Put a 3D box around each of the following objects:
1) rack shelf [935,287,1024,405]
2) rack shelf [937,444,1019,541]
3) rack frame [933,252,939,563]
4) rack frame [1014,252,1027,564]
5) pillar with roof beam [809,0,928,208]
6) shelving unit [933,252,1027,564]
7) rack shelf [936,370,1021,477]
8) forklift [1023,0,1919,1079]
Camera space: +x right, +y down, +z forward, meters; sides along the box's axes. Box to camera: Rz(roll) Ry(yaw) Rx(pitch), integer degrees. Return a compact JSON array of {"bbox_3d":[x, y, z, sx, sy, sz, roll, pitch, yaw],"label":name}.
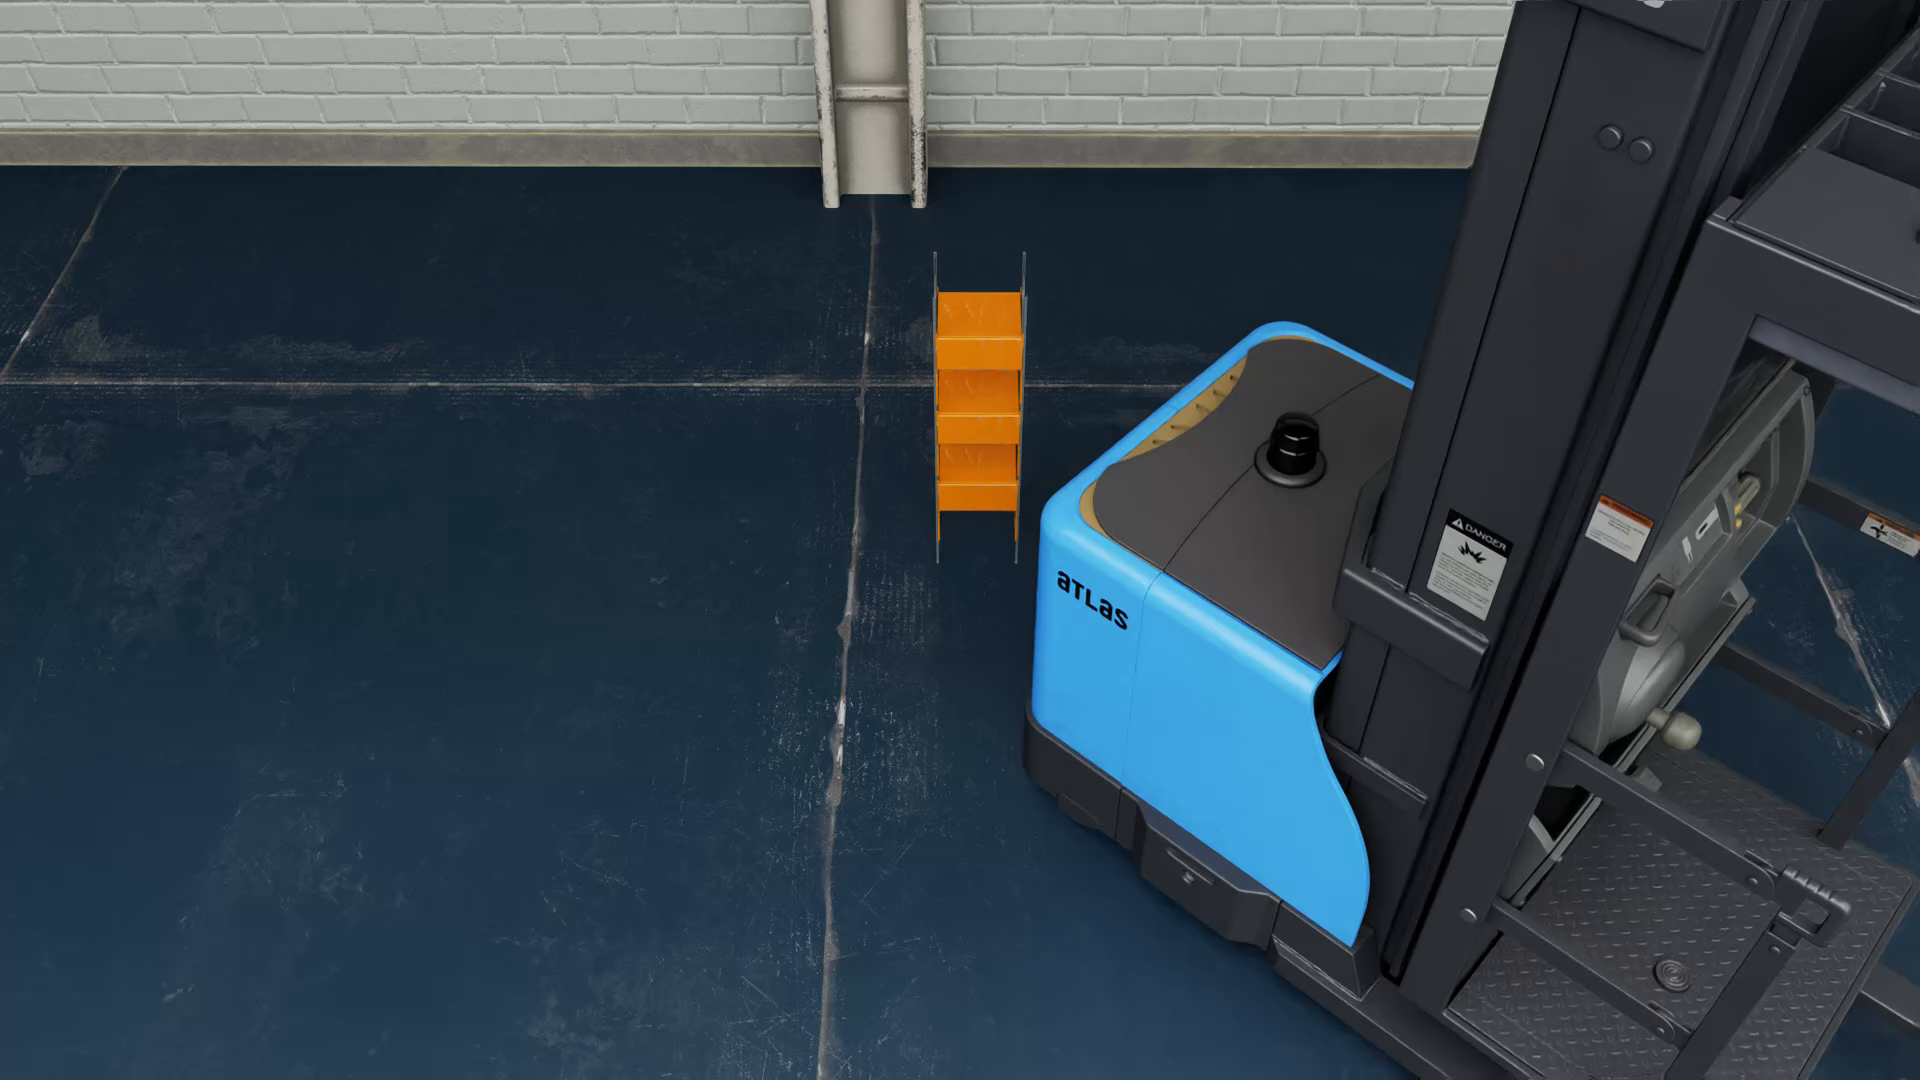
[{"bbox_3d":[0.054,-0.544,4.666,0.240,0.259,0.215,0,47,0],"label":"rack shelf"},{"bbox_3d":[0.054,-0.161,5.077,0.240,0.259,0.215,0,47,0],"label":"rack shelf"},{"bbox_3d":[-0.068,-0.358,4.866,0.008,1.050,0.200,0,47,0],"label":"rack frame"},{"bbox_3d":[0.176,-0.357,4.865,0.008,1.050,0.200,0,47,0],"label":"rack frame"},{"bbox_3d":[-0.344,-1.317,0.328,0.400,9.000,9.100,0,47,0],"label":"pillar with roof beam"},{"bbox_3d":[0.054,-0.358,4.866,0.252,1.050,0.215,0,47,0],"label":"shelving unit"},{"bbox_3d":[0.054,-0.350,4.873,0.240,0.259,0.215,0,47,0],"label":"rack shelf"},{"bbox_3d":[1.602,0.123,3.133,3.031,2.935,1.130,34,55,27],"label":"forklift"}]
